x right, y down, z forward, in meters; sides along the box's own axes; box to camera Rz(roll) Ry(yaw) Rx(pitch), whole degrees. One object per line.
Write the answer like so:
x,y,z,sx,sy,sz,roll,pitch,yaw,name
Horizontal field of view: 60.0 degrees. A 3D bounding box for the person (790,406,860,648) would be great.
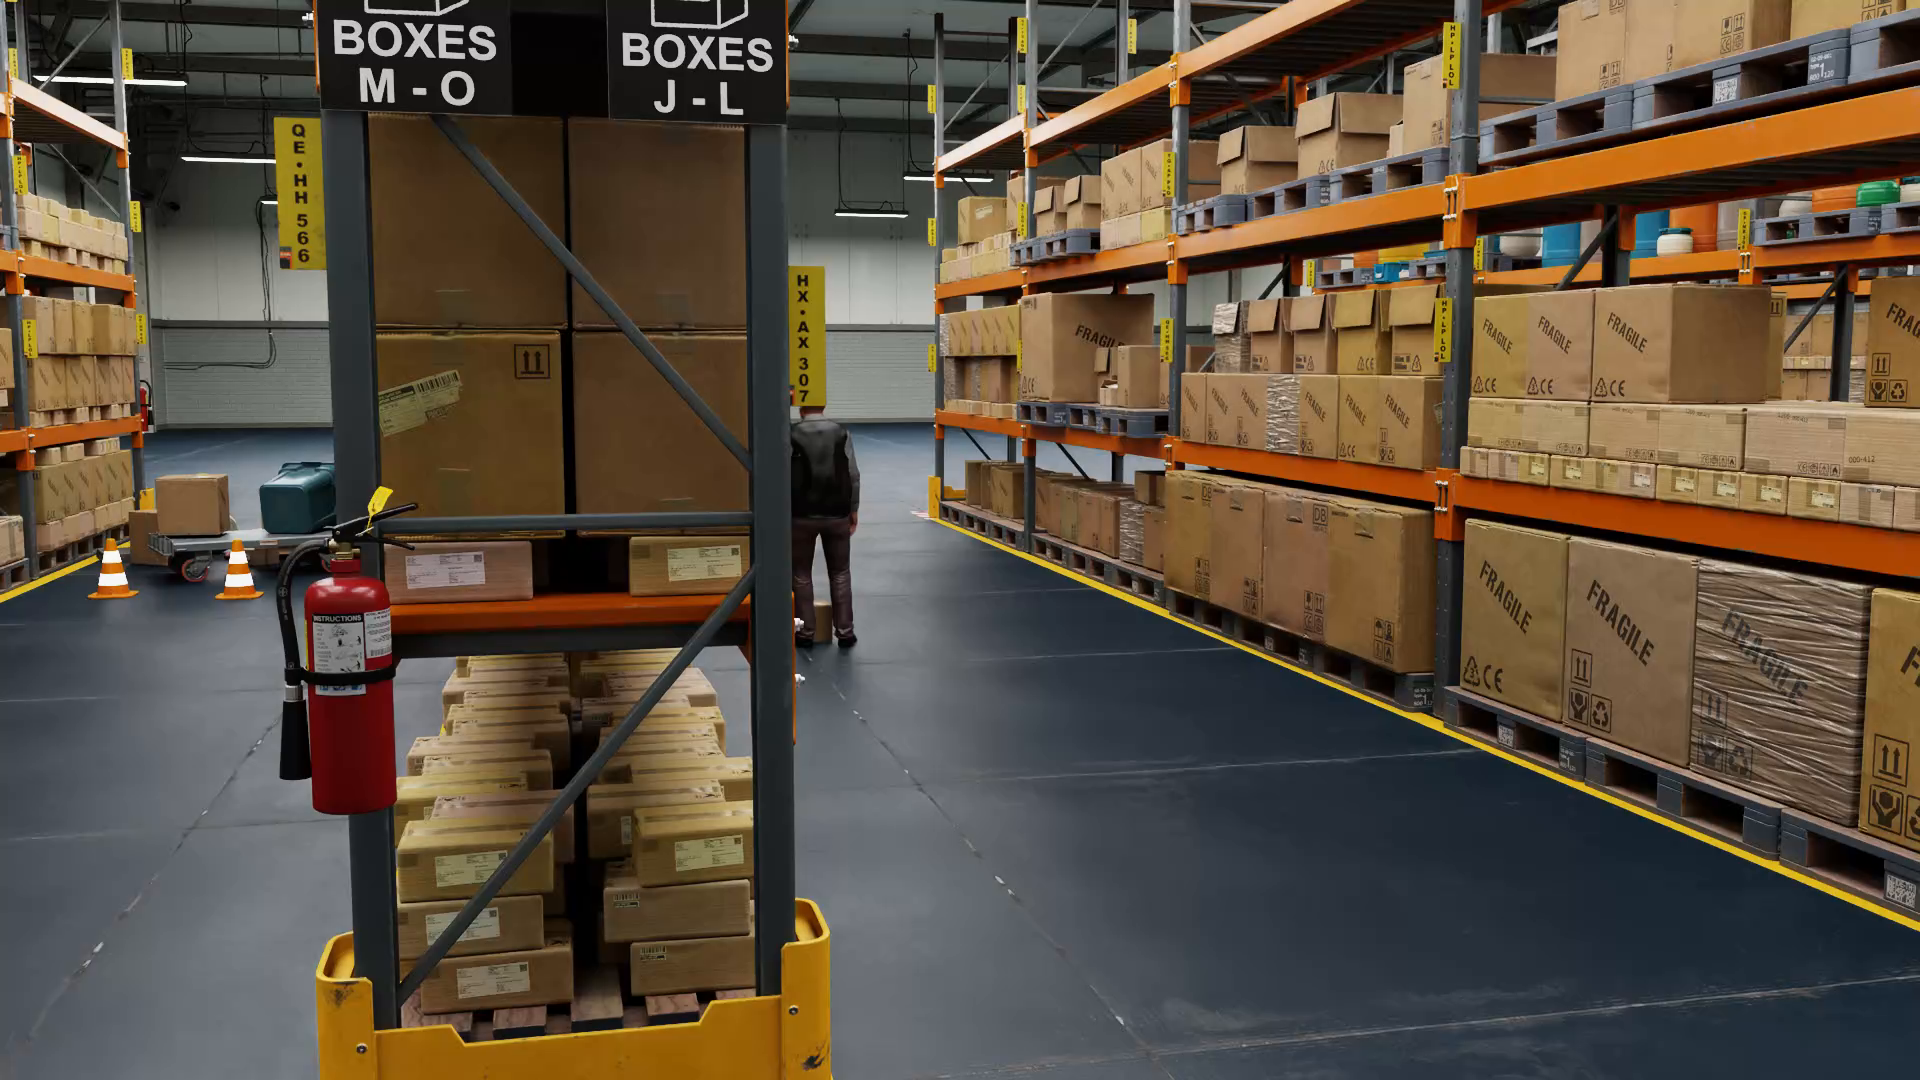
-0.949,-0.151,10.980,0.580,1.719,0.475,-2,6,-16,person
